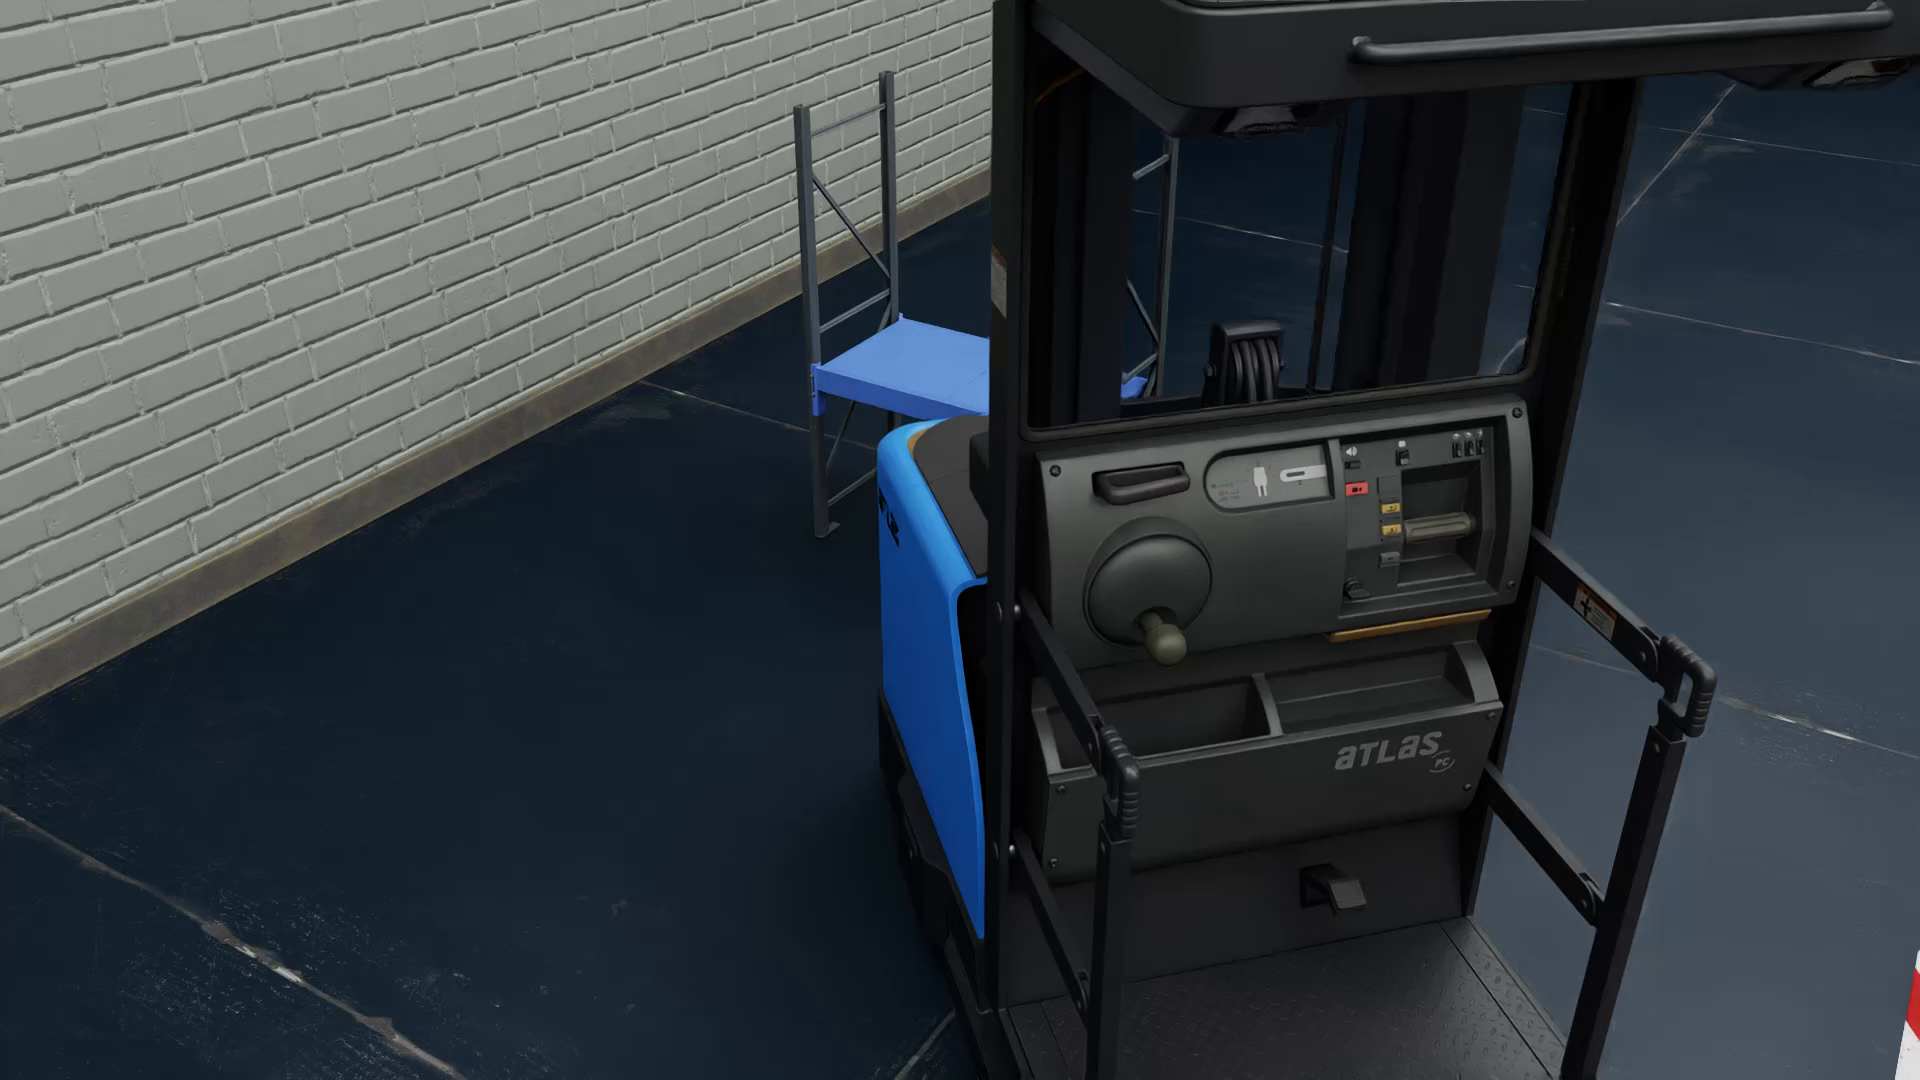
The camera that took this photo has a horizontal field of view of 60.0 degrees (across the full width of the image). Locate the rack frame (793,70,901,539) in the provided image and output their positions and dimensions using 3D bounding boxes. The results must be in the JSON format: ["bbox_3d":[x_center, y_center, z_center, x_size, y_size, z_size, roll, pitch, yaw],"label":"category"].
[{"bbox_3d":[-0.358,-0.761,5.566,0.032,1.500,0.500,18,35,27],"label":"rack frame"}]

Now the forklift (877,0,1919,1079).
[{"bbox_3d":[0.651,0.031,2.788,1.130,2.935,3.031,-8,31,-13],"label":"forklift"}]

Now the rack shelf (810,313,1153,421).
[{"bbox_3d":[0.072,-0.470,5.424,1.000,0.185,0.538,18,35,27],"label":"rack shelf"}]

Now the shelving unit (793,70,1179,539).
[{"bbox_3d":[0.072,-0.625,5.333,1.048,1.500,0.538,18,35,27],"label":"shelving unit"}]

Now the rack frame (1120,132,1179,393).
[{"bbox_3d":[0.503,-0.489,5.099,0.032,1.500,0.500,18,35,27],"label":"rack frame"}]
